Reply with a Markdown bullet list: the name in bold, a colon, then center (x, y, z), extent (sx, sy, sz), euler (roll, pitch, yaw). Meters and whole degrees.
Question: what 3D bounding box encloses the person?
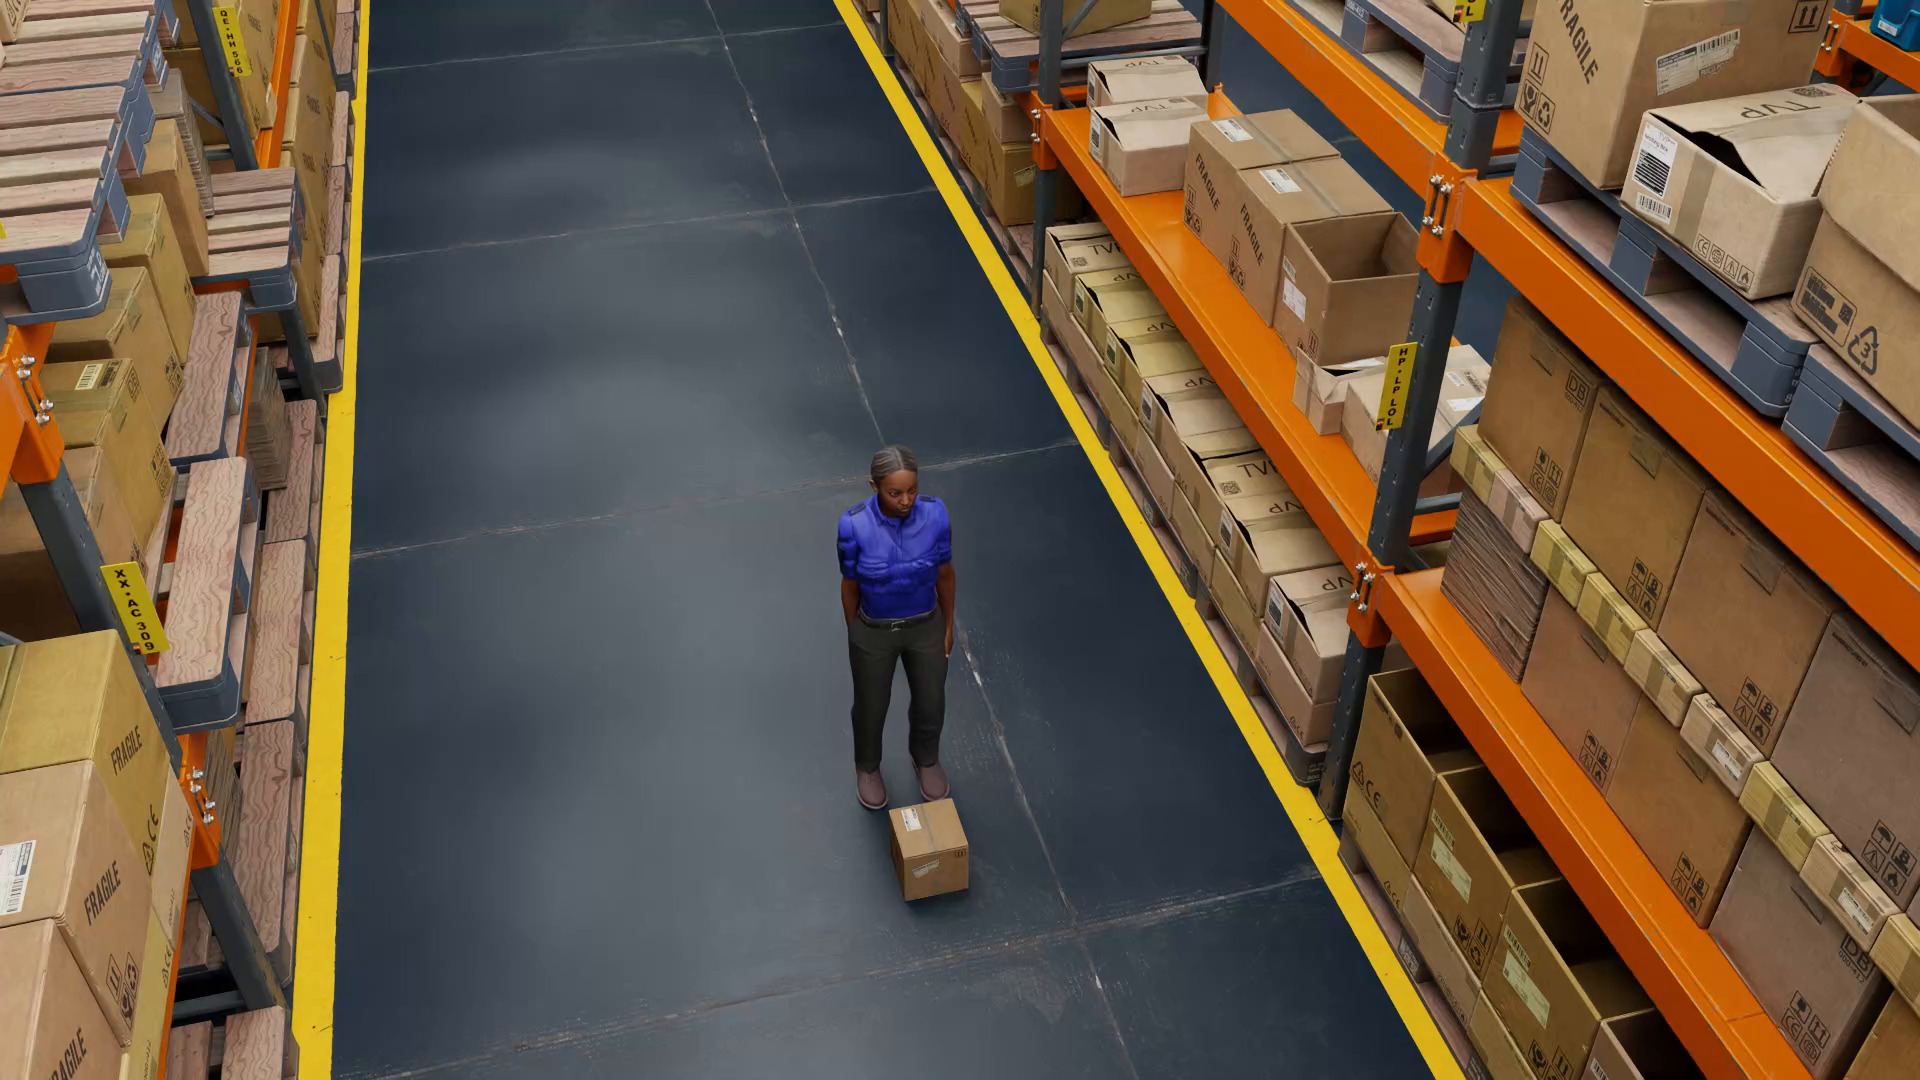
- **person**: center (-0.225, 0.342, 6.292), extent (0.436, 1.658, 0.317), euler (-9, 39, -11)
